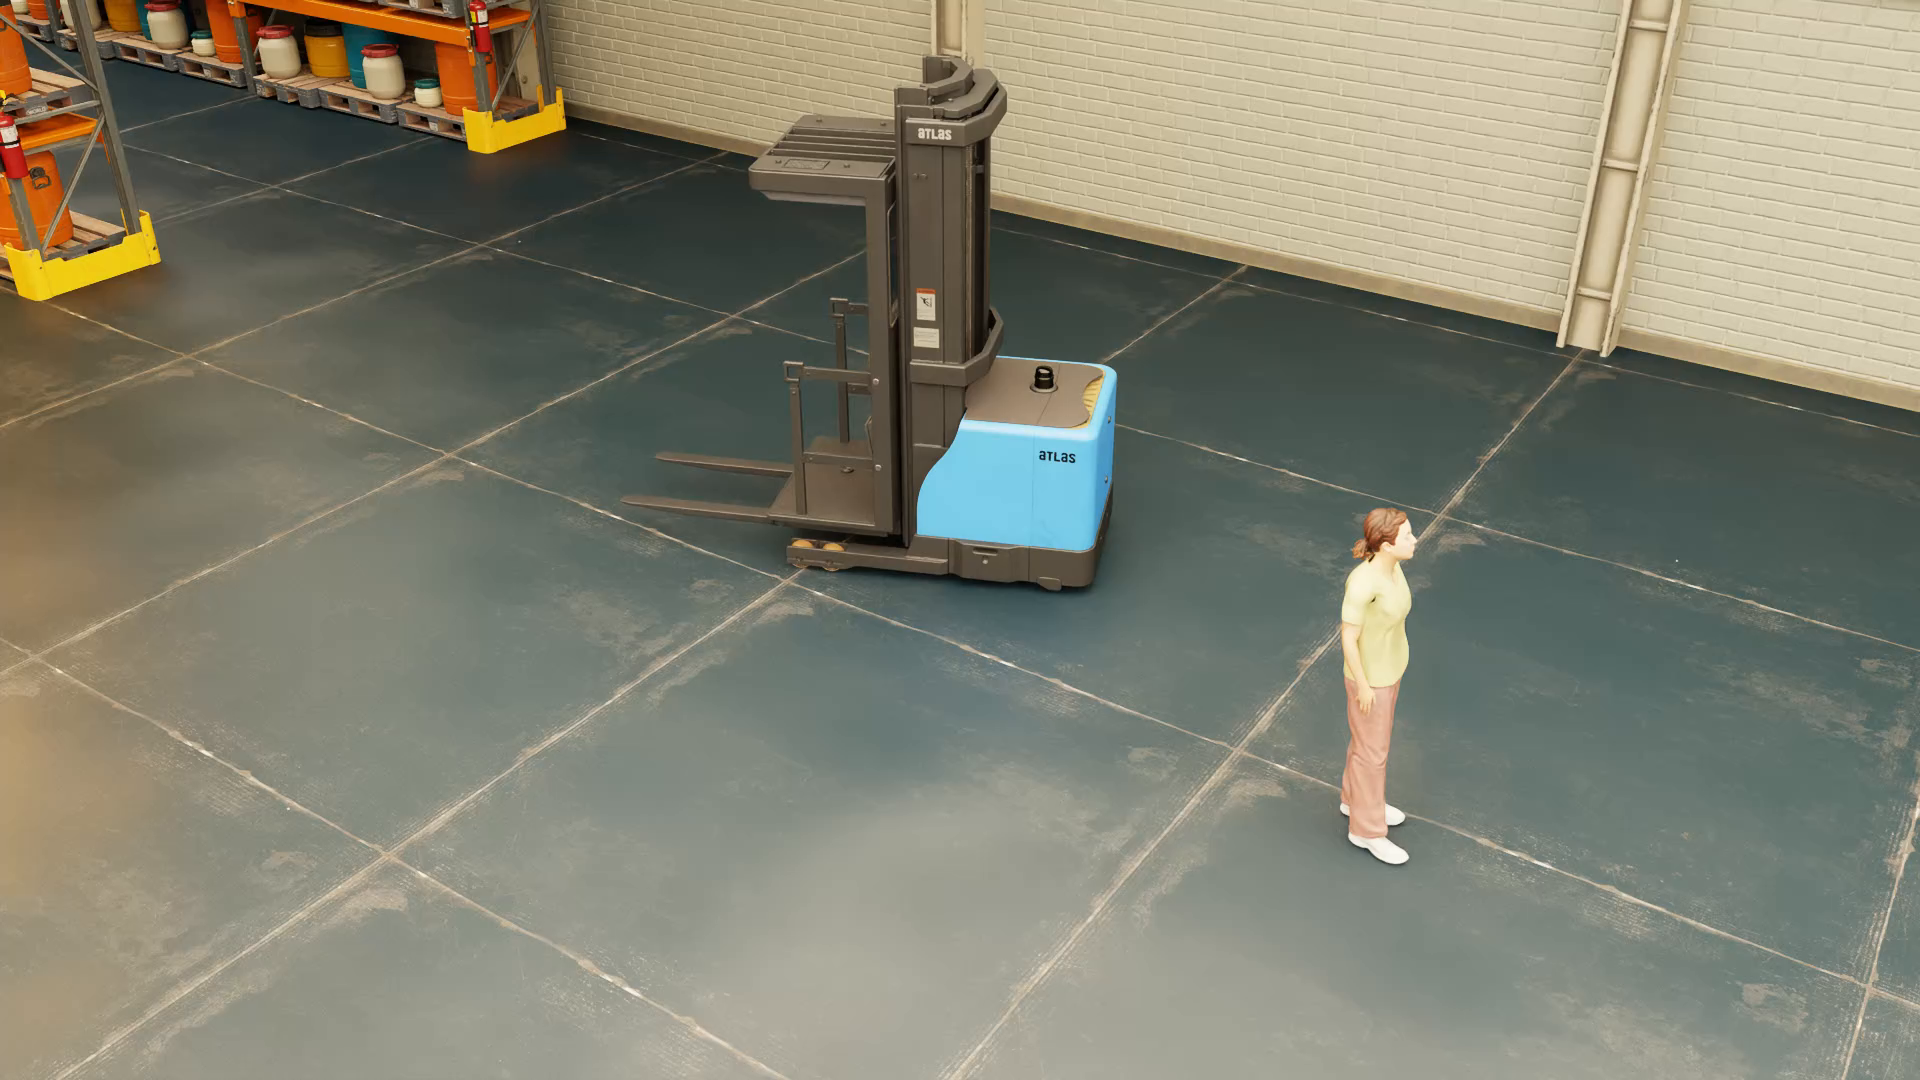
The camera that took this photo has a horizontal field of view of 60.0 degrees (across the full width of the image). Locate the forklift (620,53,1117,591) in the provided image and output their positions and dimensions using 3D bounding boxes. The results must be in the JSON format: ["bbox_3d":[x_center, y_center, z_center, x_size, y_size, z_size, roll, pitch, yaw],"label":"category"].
[{"bbox_3d":[-0.596,-1.330,9.871,3.031,2.935,1.130,6,31,10],"label":"forklift"}]

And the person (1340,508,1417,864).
[{"bbox_3d":[1.995,0.637,7.720,0.548,1.673,0.554,17,34,26],"label":"person"}]
